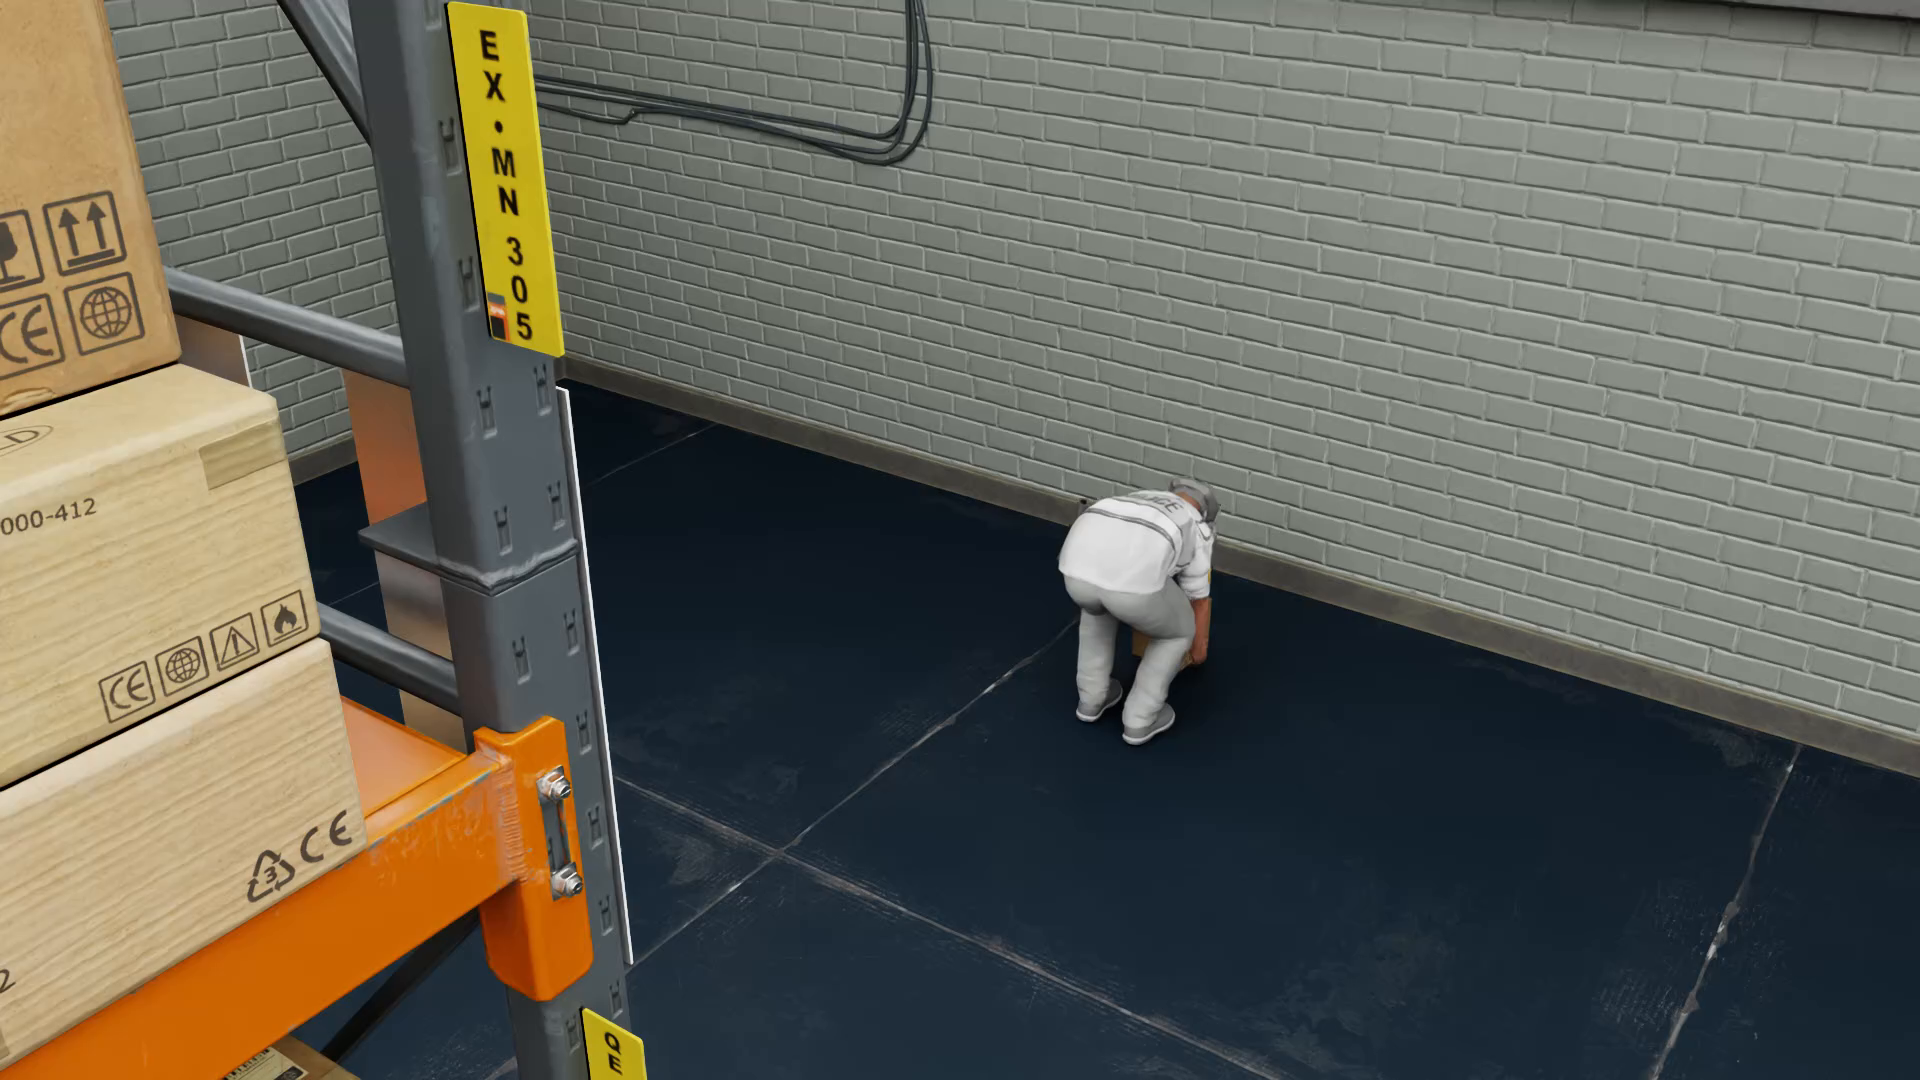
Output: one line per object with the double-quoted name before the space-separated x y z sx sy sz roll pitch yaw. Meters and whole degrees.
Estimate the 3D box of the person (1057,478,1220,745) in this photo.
"person" 0.783 0.234 6.959 0.516 1.021 1.030 16 31 28
